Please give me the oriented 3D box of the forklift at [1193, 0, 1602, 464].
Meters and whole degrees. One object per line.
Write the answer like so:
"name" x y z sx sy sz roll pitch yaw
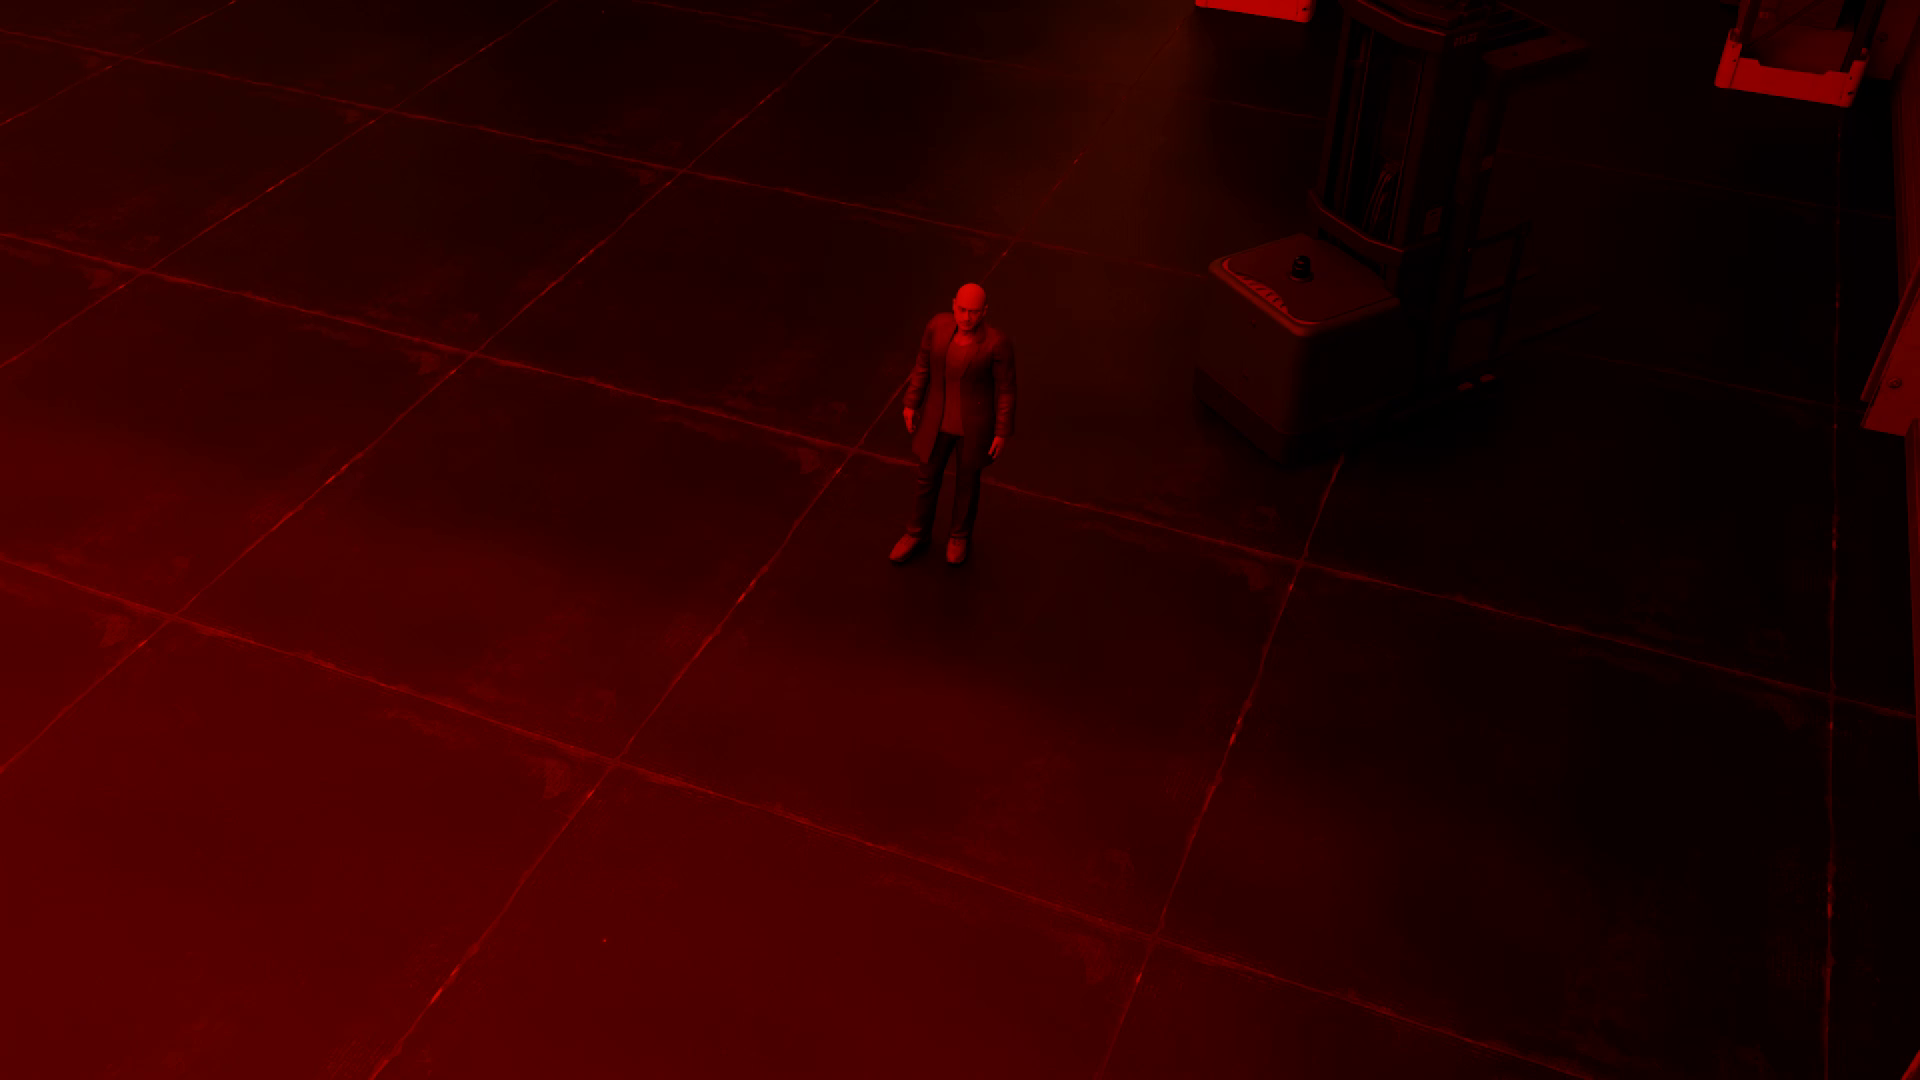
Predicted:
"forklift" 3.131 -2.312 10.768 3.031 2.935 1.130 -20 44 -22

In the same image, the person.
"person" -0.039 -0.634 9.650 0.698 1.778 0.579 15 42 17
